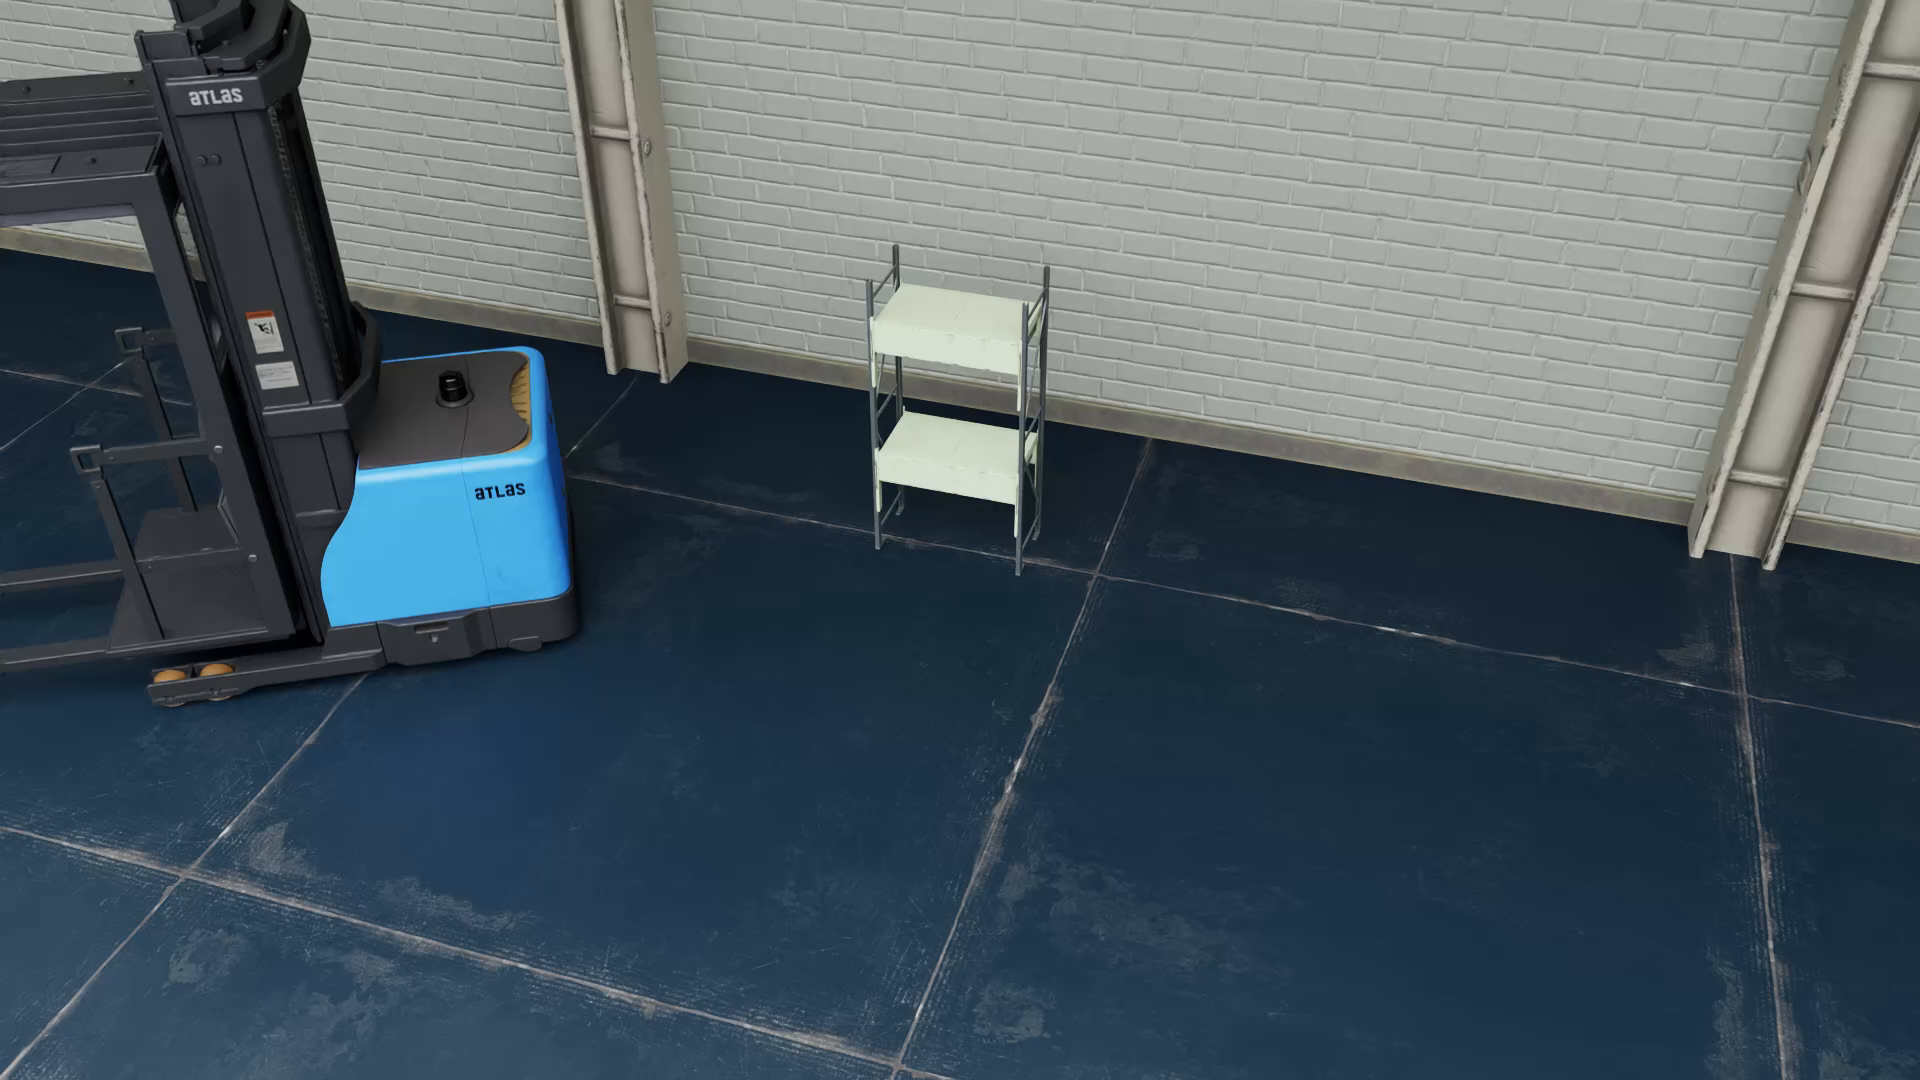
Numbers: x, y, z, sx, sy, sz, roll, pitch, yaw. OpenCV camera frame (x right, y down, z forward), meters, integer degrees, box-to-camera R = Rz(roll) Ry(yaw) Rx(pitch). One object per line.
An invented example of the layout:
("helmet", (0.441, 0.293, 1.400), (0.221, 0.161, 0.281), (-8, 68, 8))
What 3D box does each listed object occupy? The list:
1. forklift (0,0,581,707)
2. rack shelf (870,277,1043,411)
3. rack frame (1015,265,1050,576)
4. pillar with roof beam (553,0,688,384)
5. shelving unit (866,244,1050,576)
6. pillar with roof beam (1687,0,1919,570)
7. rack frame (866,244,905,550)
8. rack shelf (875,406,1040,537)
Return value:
("forklift", (-3.346, -0.780, 7.023), (3.031, 2.935, 1.130), (-8, 37, -10))
("rack shelf", (-0.006, -0.920, 7.761), (0.720, 0.370, 0.431), (10, 38, 14))
("rack frame", (0.343, -0.541, 7.904), (0.023, 1.500, 0.400), (10, 38, 14))
("pillar with roof beam", (-3.122, -2.219, 3.859), (0.400, 9.000, 9.100), (10, 38, 14))
("shelving unit", (-0.006, -0.605, 7.992), (0.755, 1.500, 0.431), (10, 38, 14))
("pillar with roof beam", (2.605, -1.159, 2.418), (0.400, 9.000, 9.100), (10, 38, 14))
("rack frame", (-0.356, -0.670, 8.080), (0.023, 1.500, 0.400), (10, 38, 14))
("rack shelf", (-0.006, -0.343, 8.185), (0.720, 0.370, 0.431), (10, 38, 14))
